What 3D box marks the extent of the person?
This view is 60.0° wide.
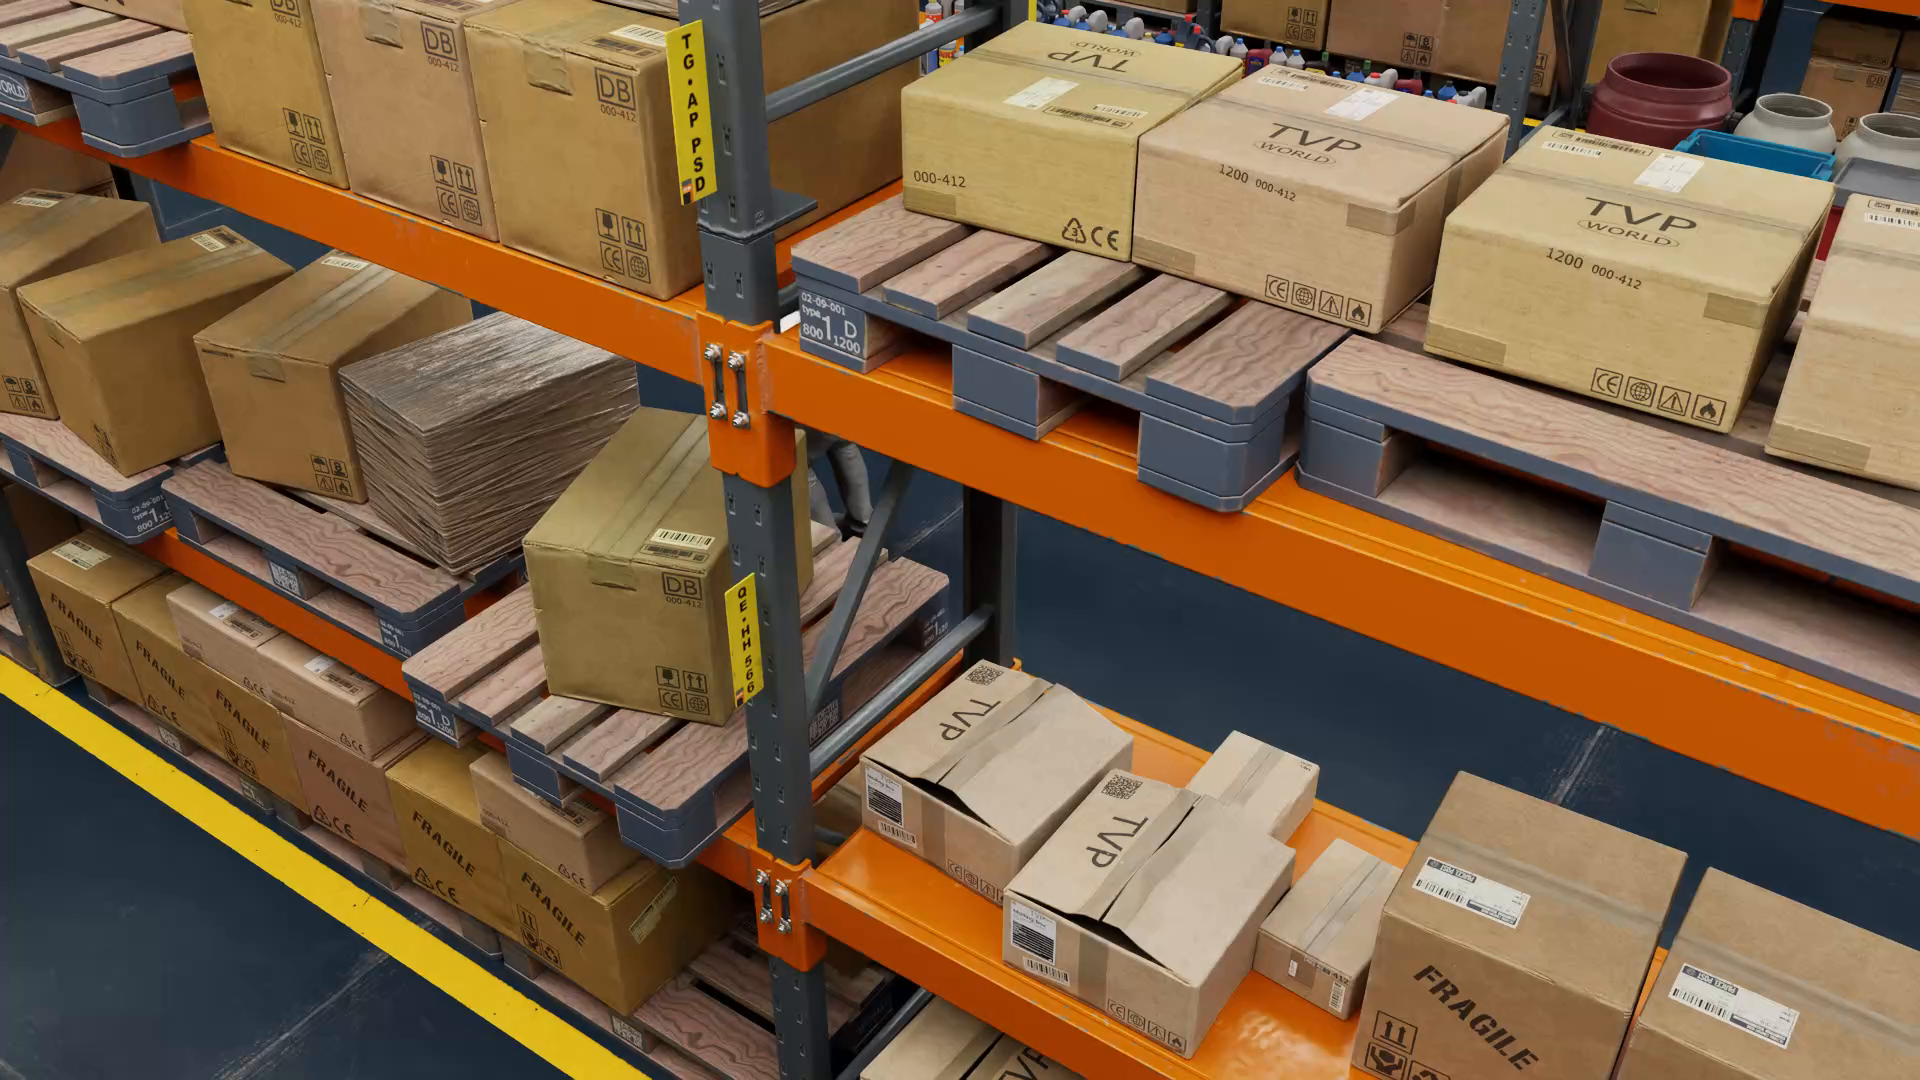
[{"bbox_3d":[-0.778,-0.516,7.428,1.003,1.152,0.465,20,39,27],"label":"person"}]
